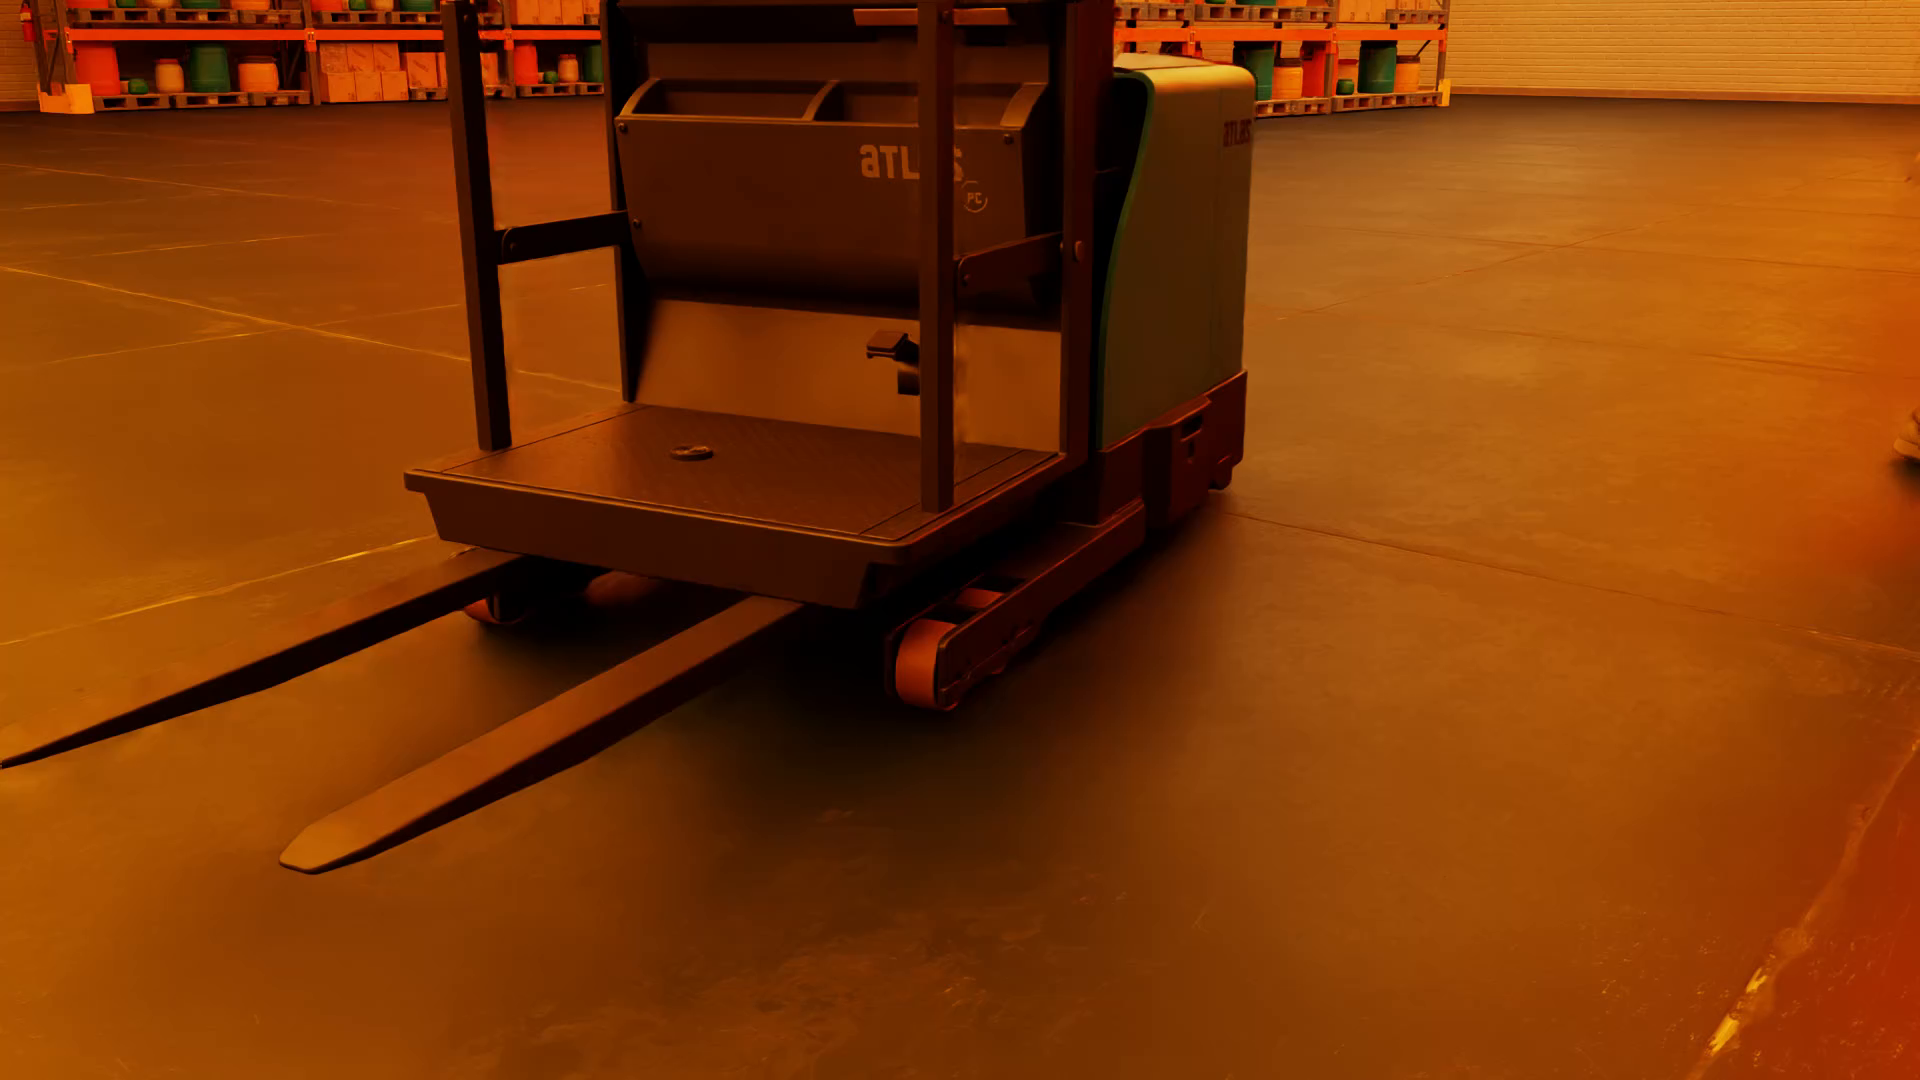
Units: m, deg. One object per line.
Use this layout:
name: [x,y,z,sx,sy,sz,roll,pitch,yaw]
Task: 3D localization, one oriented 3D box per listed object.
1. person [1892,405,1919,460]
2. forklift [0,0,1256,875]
person: [2.912,-0.905,4.153,0.850,1.626,0.817,14,22,38]
forklift: [-0.362,-1.244,2.993,1.130,2.935,3.031,8,19,25]
